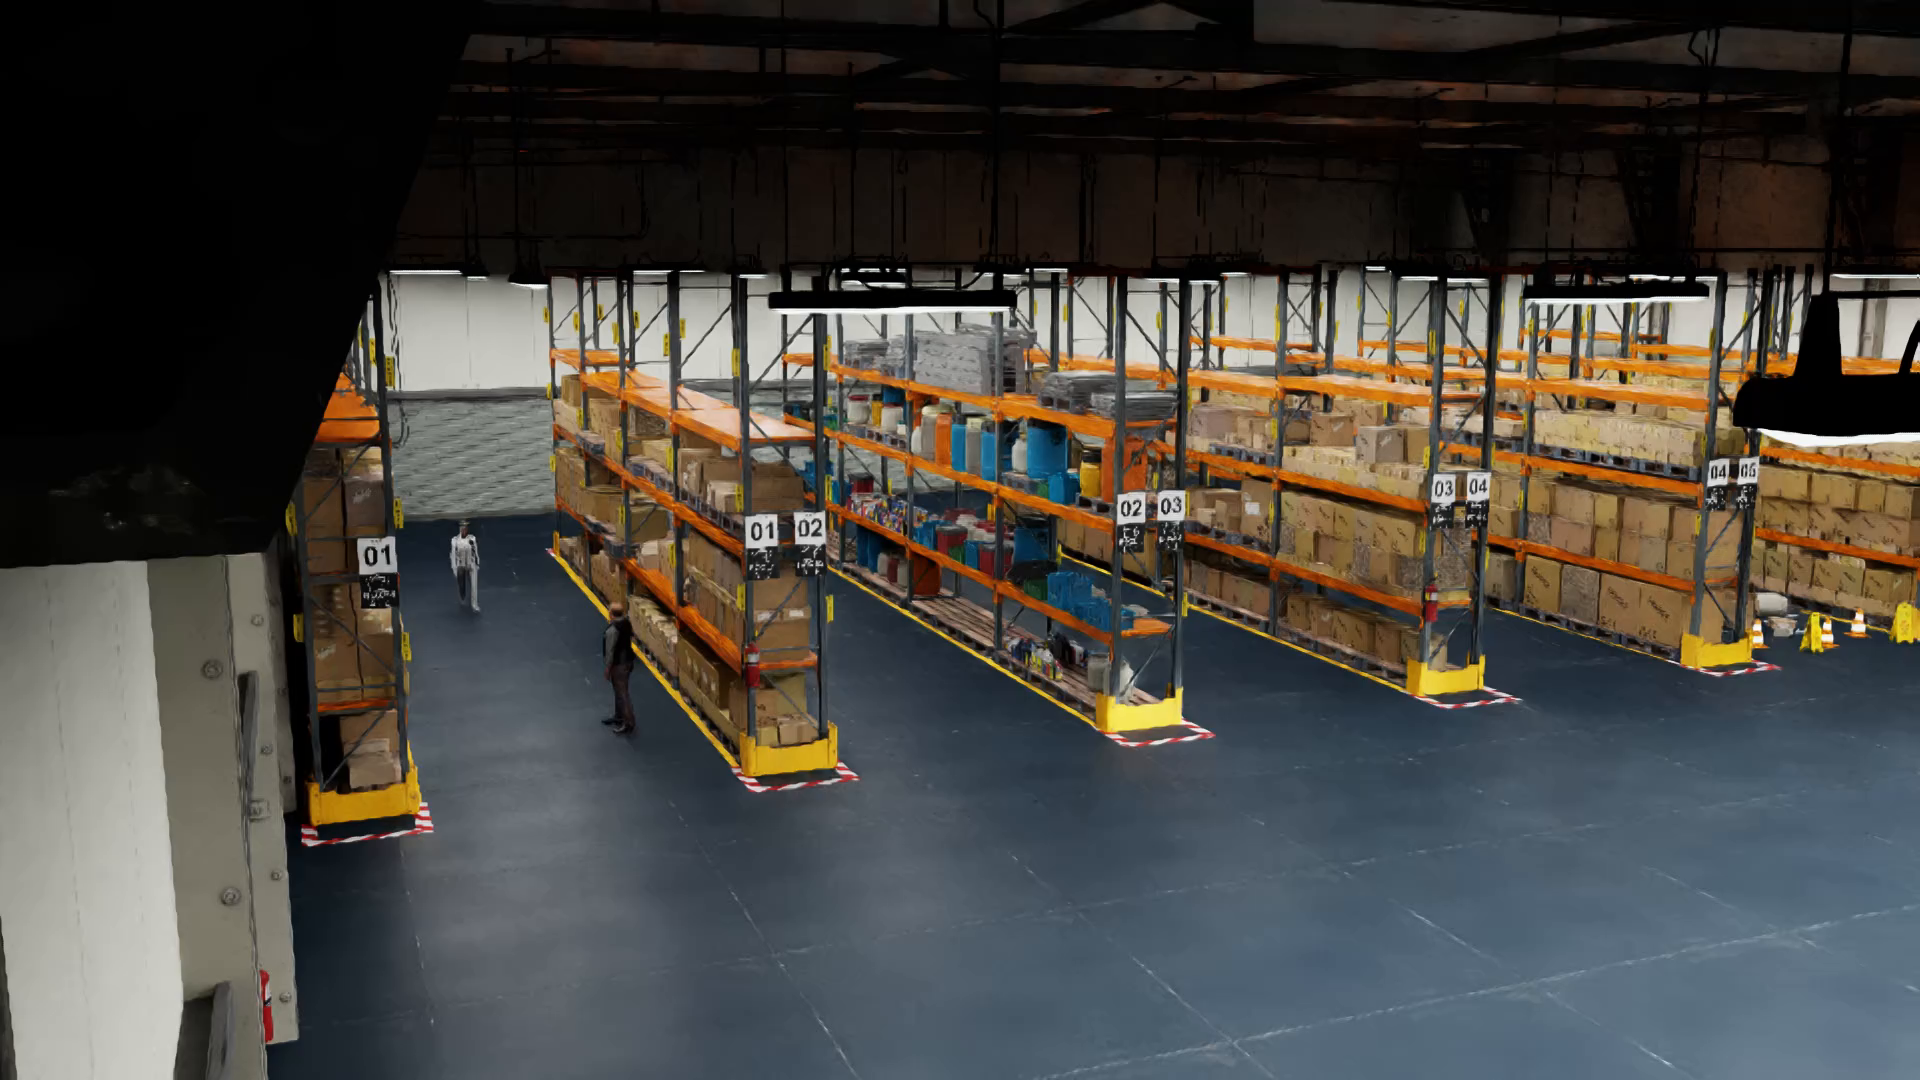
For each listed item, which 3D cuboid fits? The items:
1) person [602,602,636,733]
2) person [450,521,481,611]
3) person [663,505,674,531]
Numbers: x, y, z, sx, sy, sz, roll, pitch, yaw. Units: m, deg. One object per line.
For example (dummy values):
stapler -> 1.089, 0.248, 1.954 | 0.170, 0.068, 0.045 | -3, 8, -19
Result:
person -> -4.561, 1.663, 22.097 | 0.576, 1.708, 0.626 | 2, 10, 11
person -> -8.765, 0.436, 29.454 | 0.495, 1.589, 1.086 | -3, 10, -19
person -> -6.243, -0.862, 36.621 | 0.543, 1.700, 1.119 | -4, 11, -23
